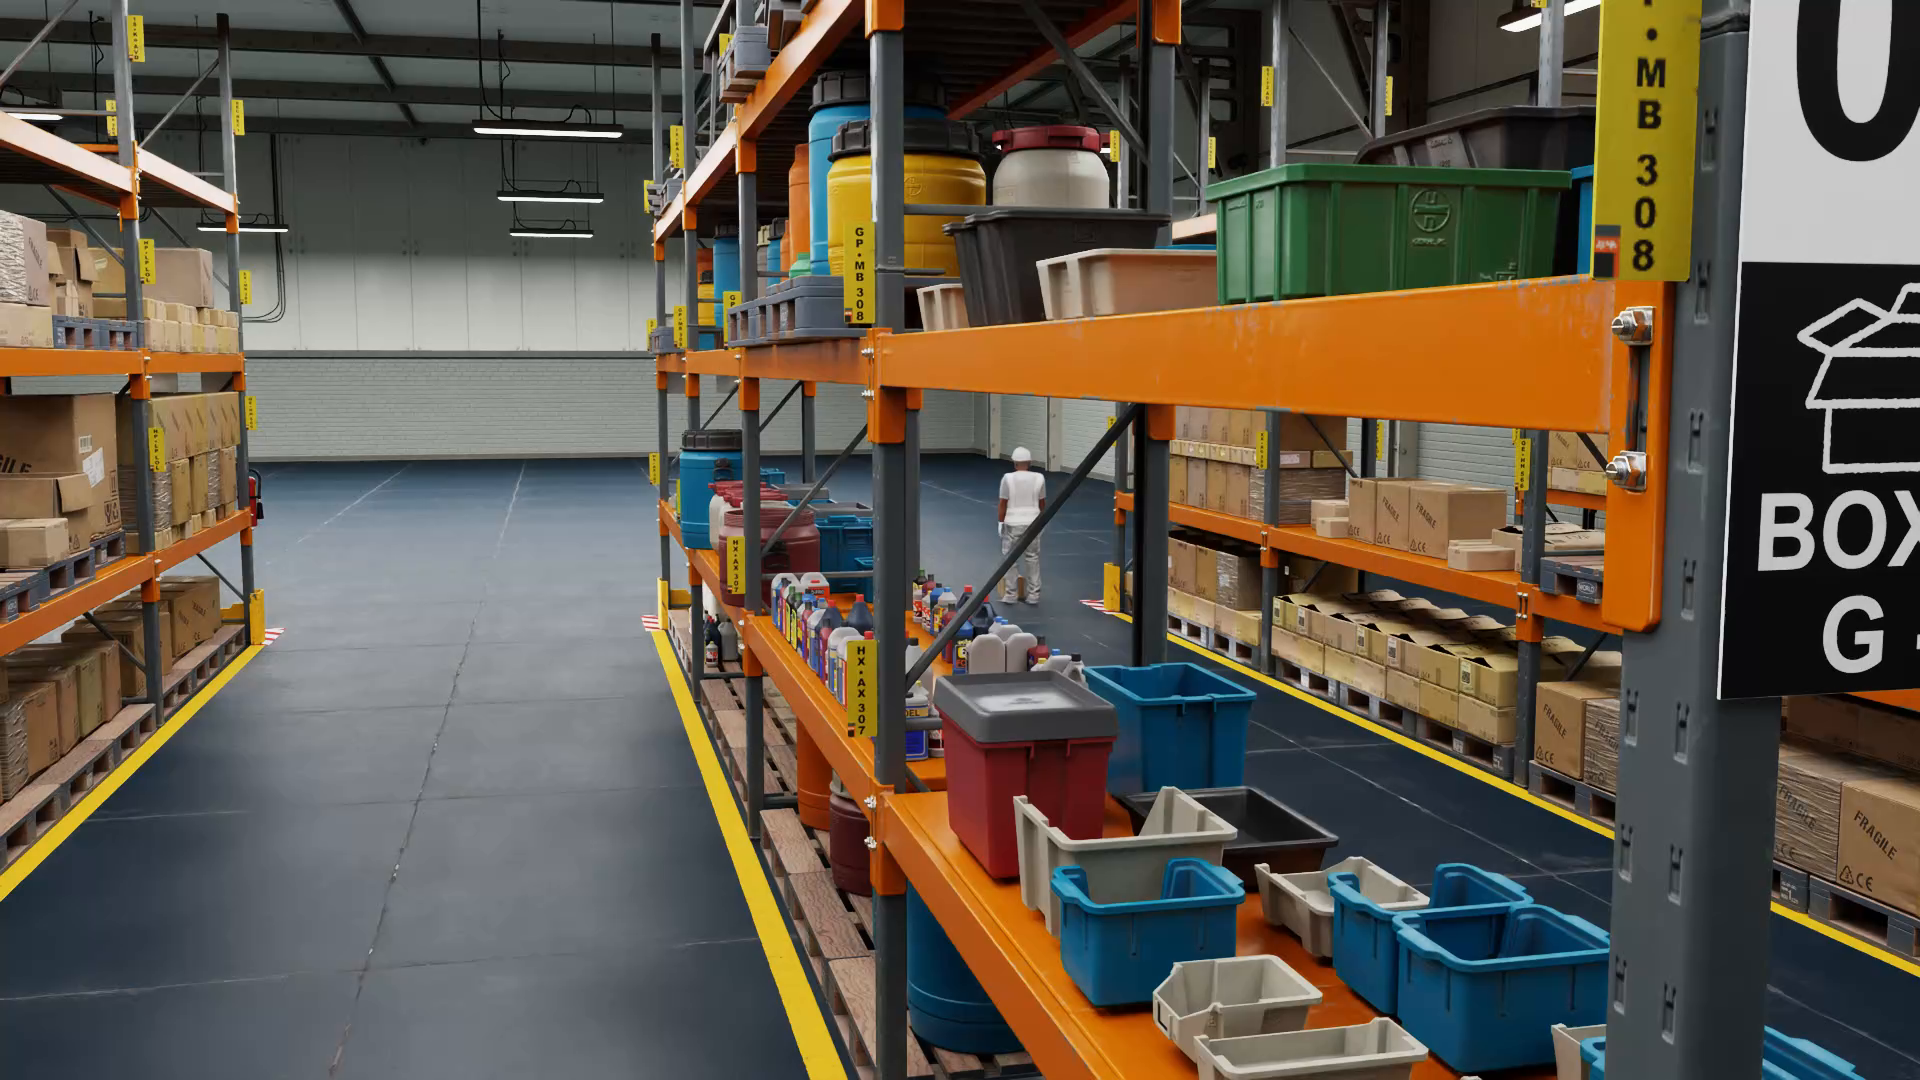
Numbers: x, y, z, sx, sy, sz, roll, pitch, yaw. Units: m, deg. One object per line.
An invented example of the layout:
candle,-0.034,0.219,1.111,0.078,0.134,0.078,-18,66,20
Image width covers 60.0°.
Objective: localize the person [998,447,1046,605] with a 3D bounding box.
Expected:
person,0.693,-0.168,18.887,0.546,1.781,0.366,-1,6,-13
